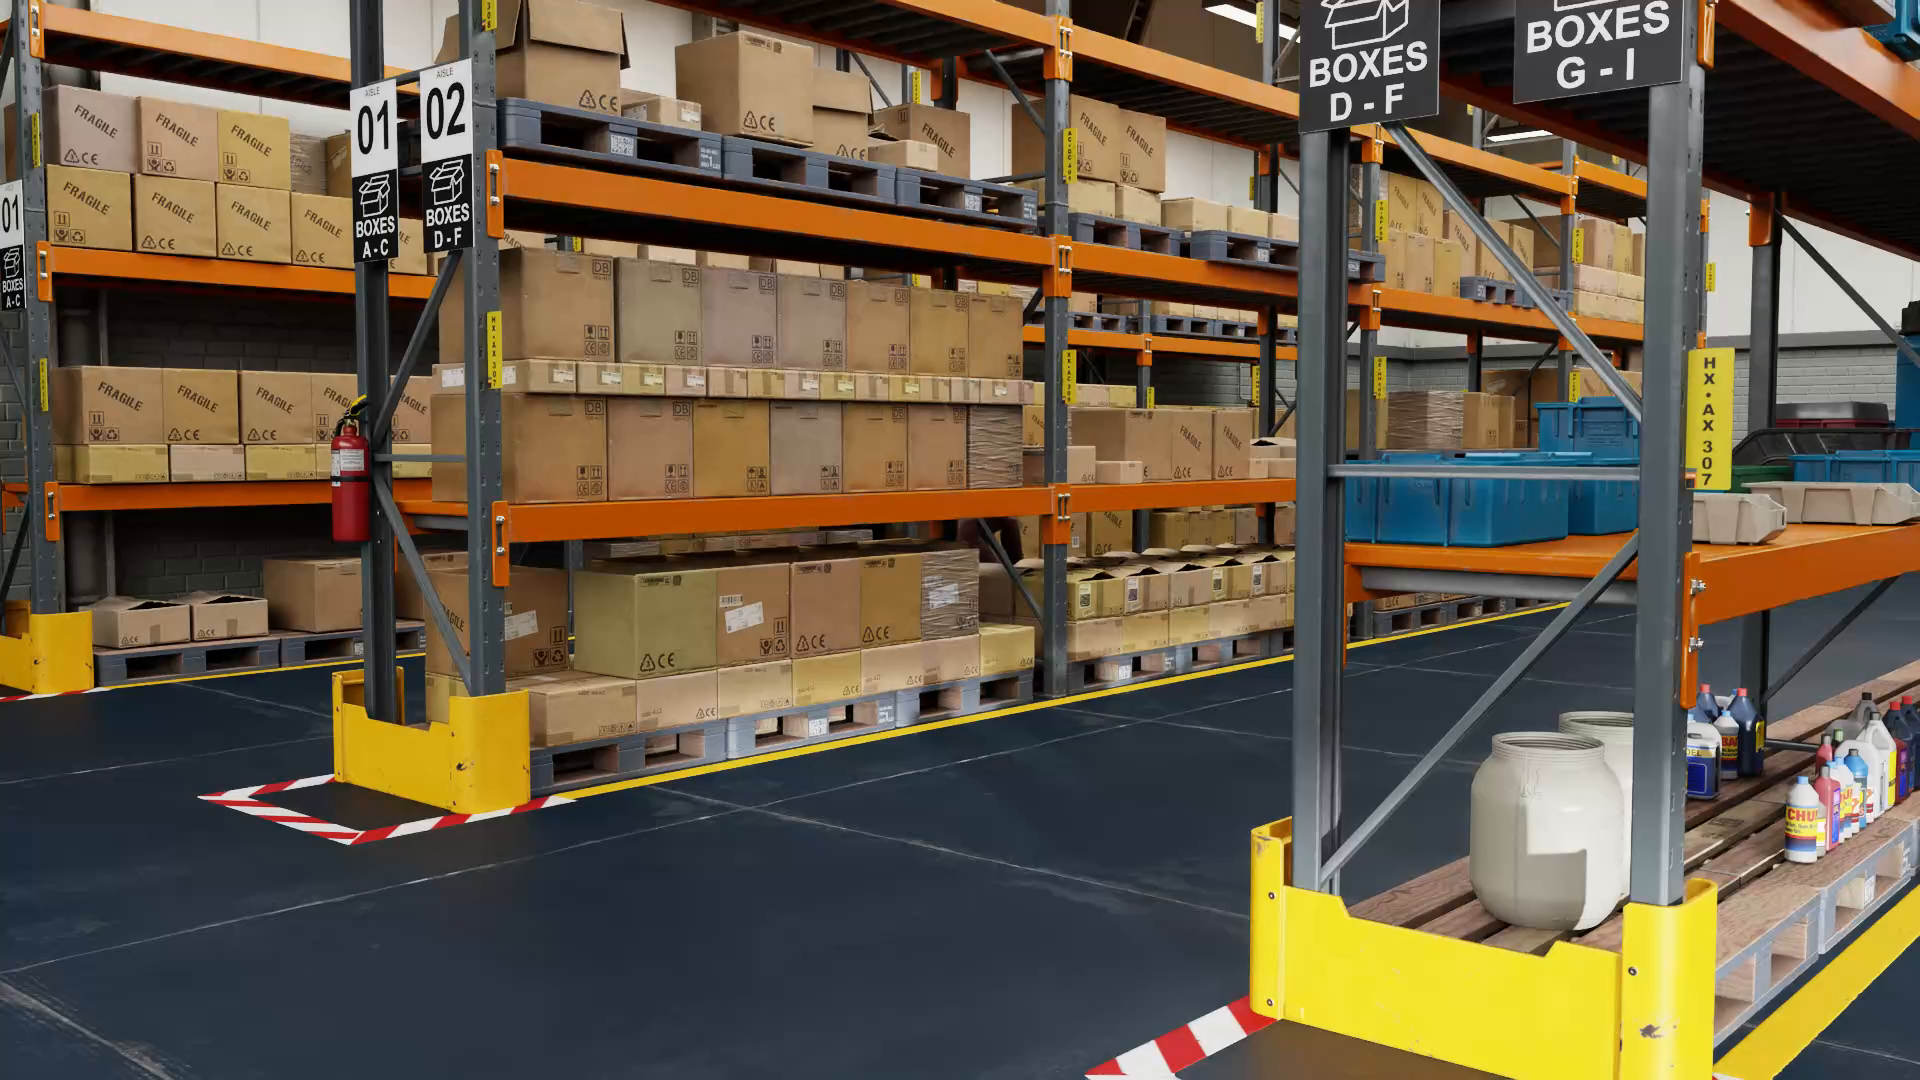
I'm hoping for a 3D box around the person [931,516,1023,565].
[{"bbox_3d":[0.159,0.247,12.767,0.579,1.155,0.946,3,4,39],"label":"person"}]
